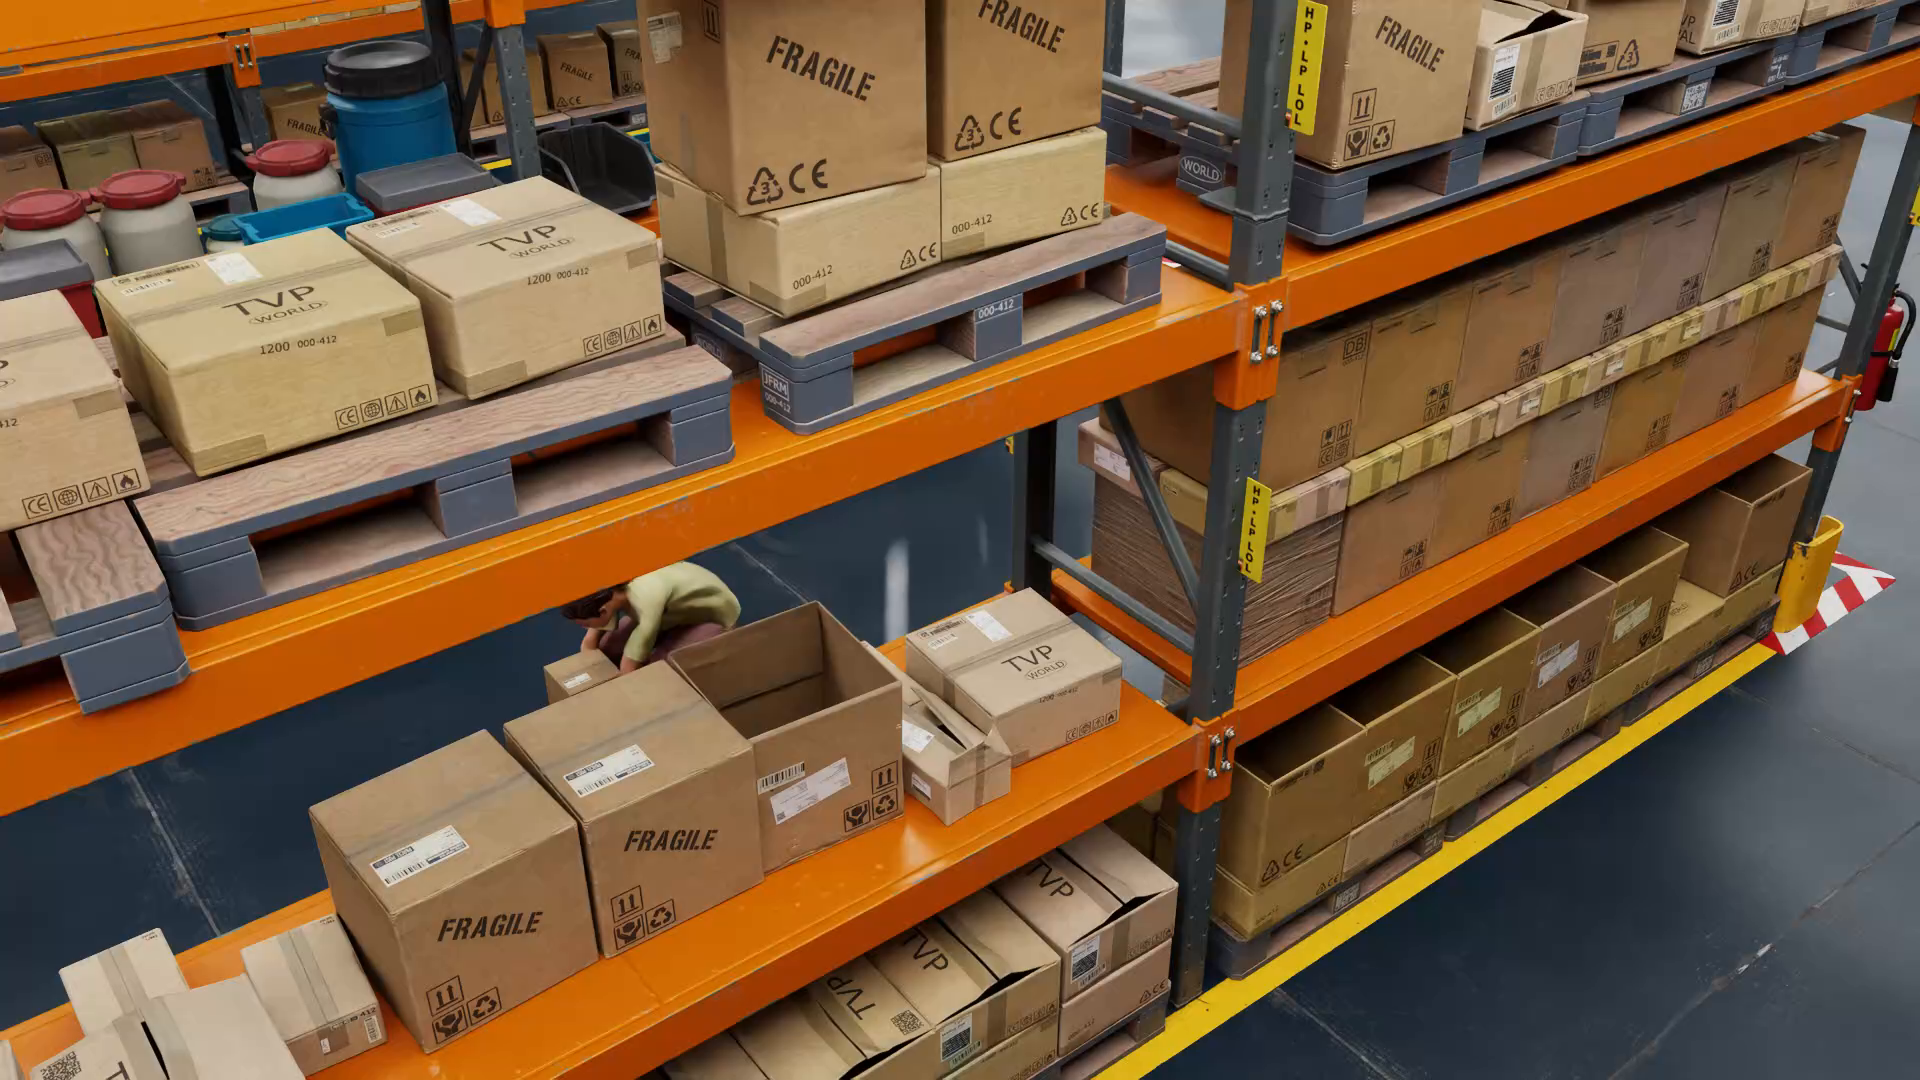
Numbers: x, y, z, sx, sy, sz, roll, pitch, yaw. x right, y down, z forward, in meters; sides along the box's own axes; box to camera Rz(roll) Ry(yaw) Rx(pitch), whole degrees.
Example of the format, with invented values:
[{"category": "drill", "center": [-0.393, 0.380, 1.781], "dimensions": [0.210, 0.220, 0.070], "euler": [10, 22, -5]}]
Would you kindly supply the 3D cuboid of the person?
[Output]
[{"category": "person", "center": [-1.325, 0.436, 7.148], "dimensions": [0.817, 0.934, 0.452], "euler": [-24, 39, -32]}]
